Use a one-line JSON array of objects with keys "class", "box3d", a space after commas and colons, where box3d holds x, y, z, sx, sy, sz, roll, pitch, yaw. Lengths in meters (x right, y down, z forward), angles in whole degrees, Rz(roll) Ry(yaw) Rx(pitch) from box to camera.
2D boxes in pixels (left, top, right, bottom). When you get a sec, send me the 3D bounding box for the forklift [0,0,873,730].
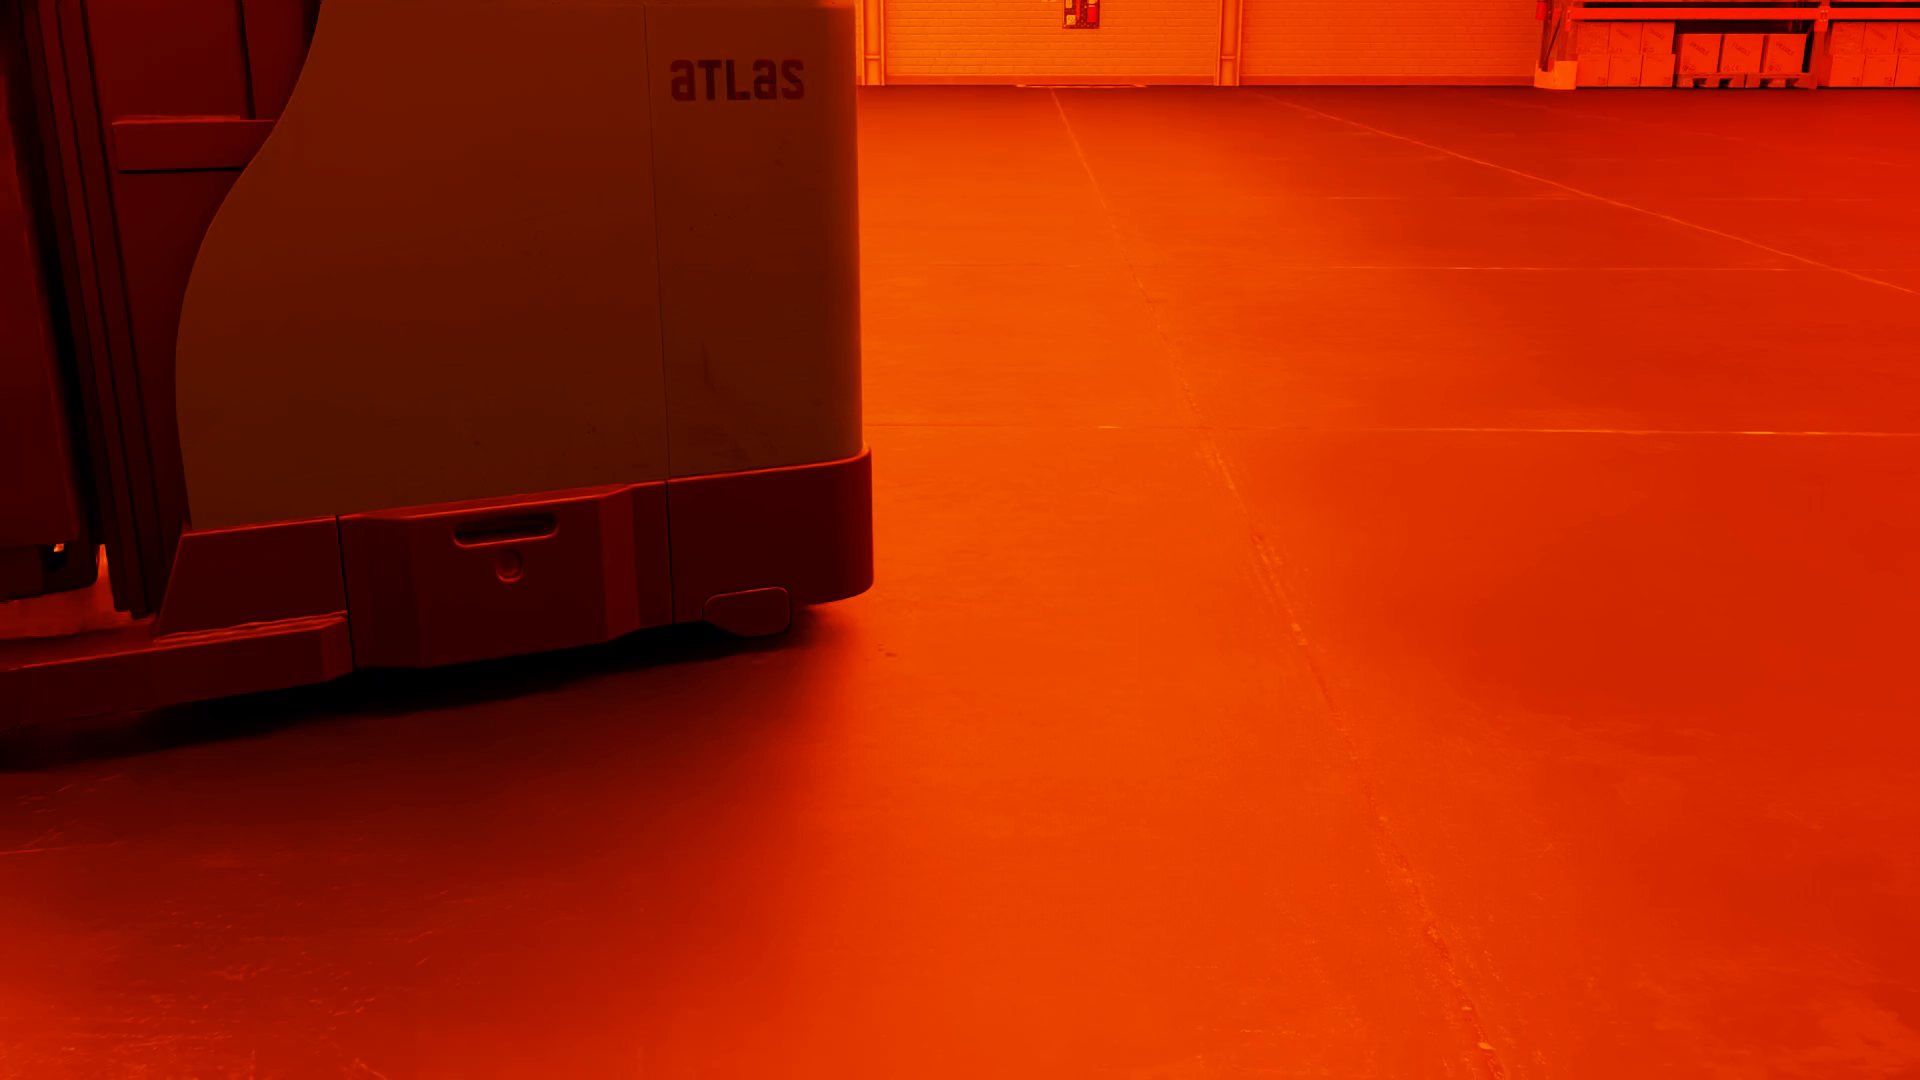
[{"class": "forklift", "box3d": [-1.713, -1.199, 2.290, 3.031, 2.935, 1.130, -8, 19, -23]}]
